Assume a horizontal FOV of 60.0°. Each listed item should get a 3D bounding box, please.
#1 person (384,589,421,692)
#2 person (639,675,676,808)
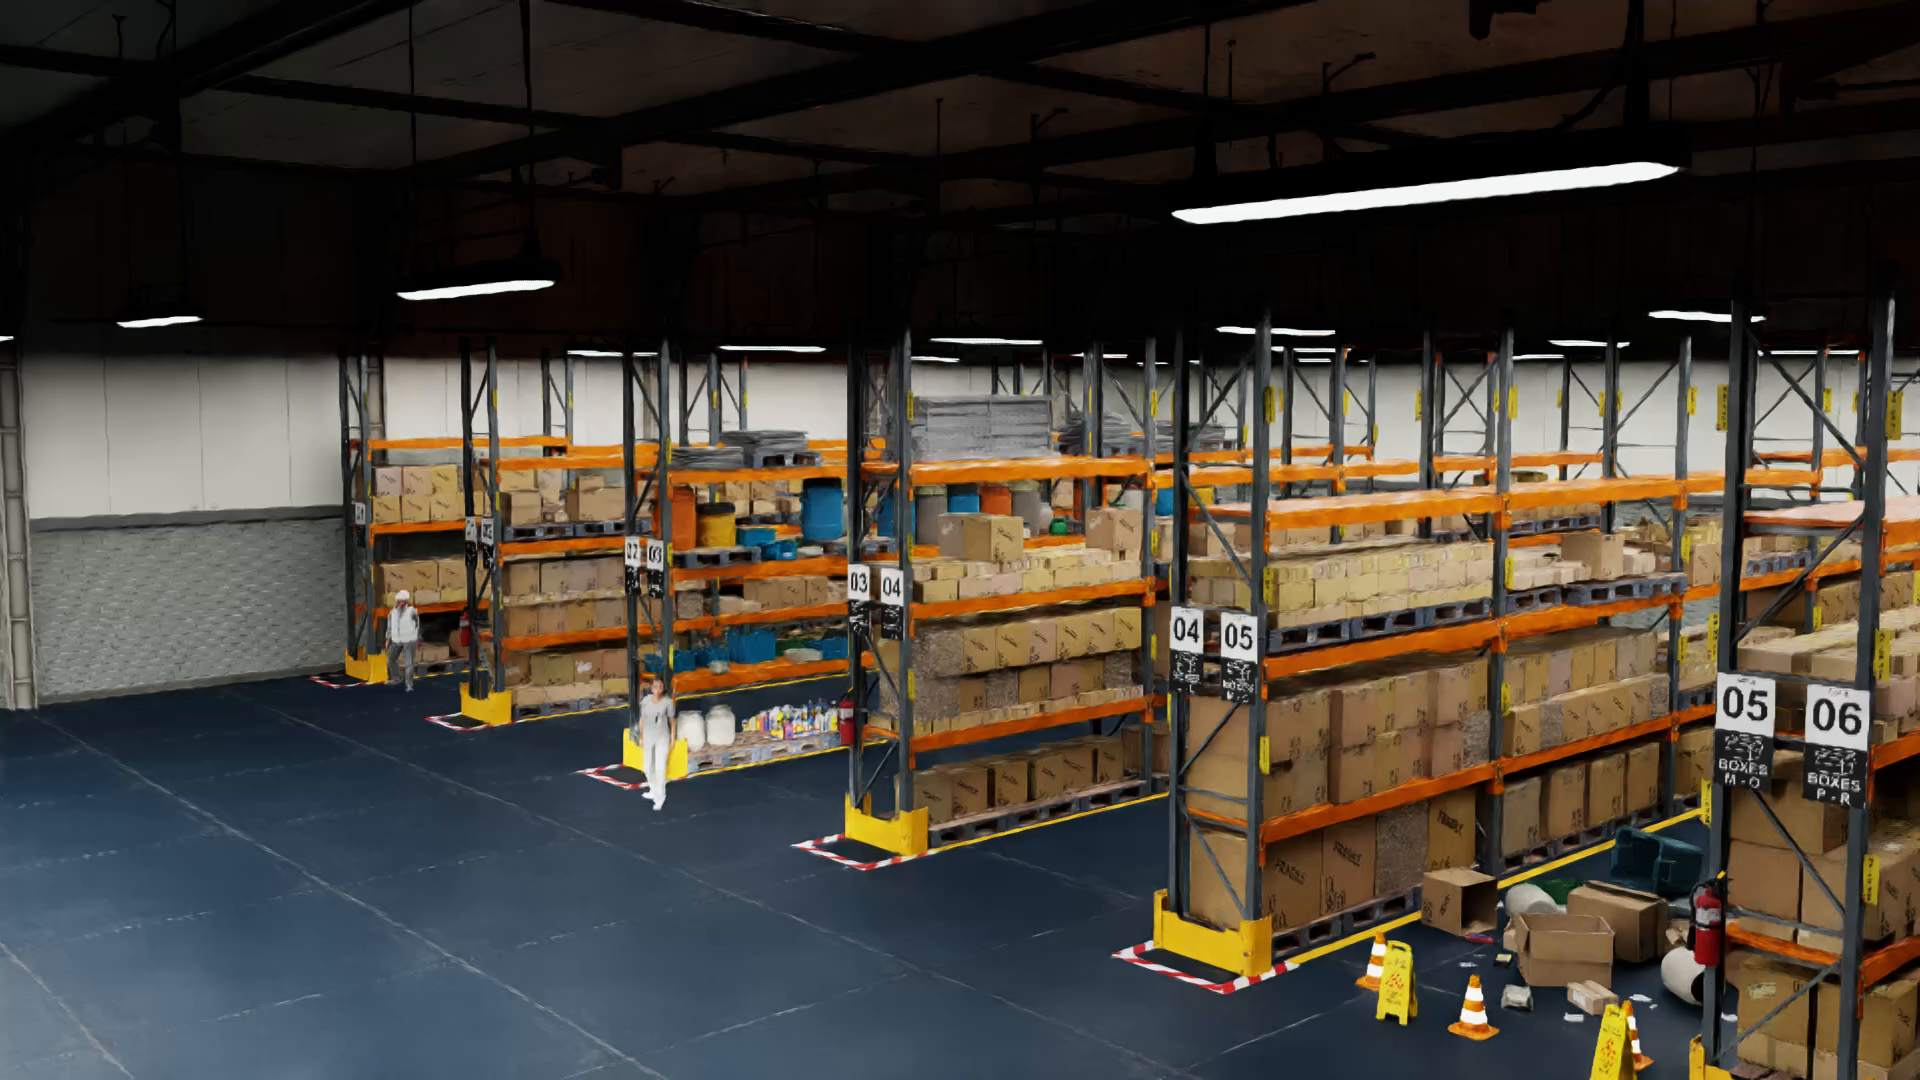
[{"bbox_3d":[-9.673,1.718,28.699,0.728,1.764,0.518,1,5,6],"label":"person"},{"bbox_3d":[-3.768,2.485,20.769,0.505,1.658,0.552,1,5,12],"label":"person"}]
